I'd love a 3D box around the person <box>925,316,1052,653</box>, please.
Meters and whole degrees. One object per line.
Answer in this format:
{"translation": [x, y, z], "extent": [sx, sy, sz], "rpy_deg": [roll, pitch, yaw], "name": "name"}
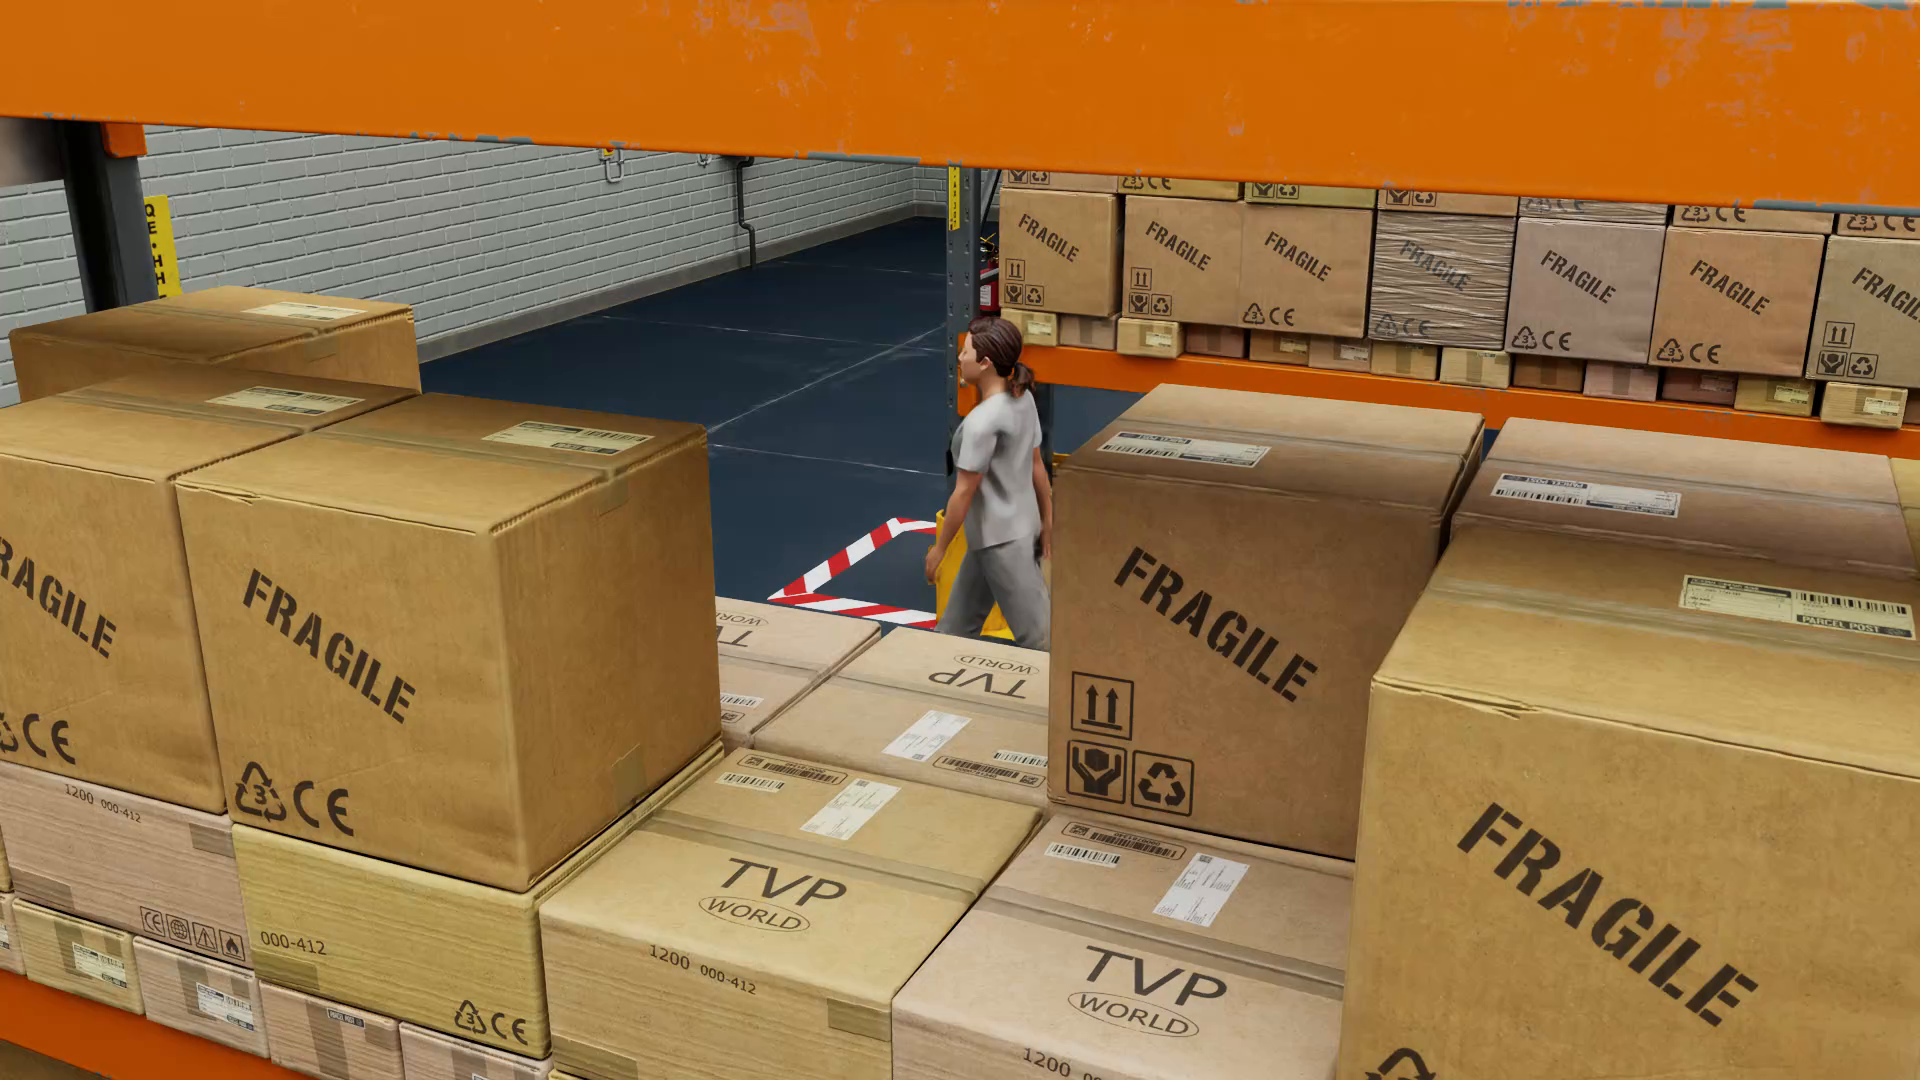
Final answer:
{"translation": [0.077, -0.028, 6.128], "extent": [1.022, 1.603, 0.477], "rpy_deg": [6, 20, 18], "name": "person"}
